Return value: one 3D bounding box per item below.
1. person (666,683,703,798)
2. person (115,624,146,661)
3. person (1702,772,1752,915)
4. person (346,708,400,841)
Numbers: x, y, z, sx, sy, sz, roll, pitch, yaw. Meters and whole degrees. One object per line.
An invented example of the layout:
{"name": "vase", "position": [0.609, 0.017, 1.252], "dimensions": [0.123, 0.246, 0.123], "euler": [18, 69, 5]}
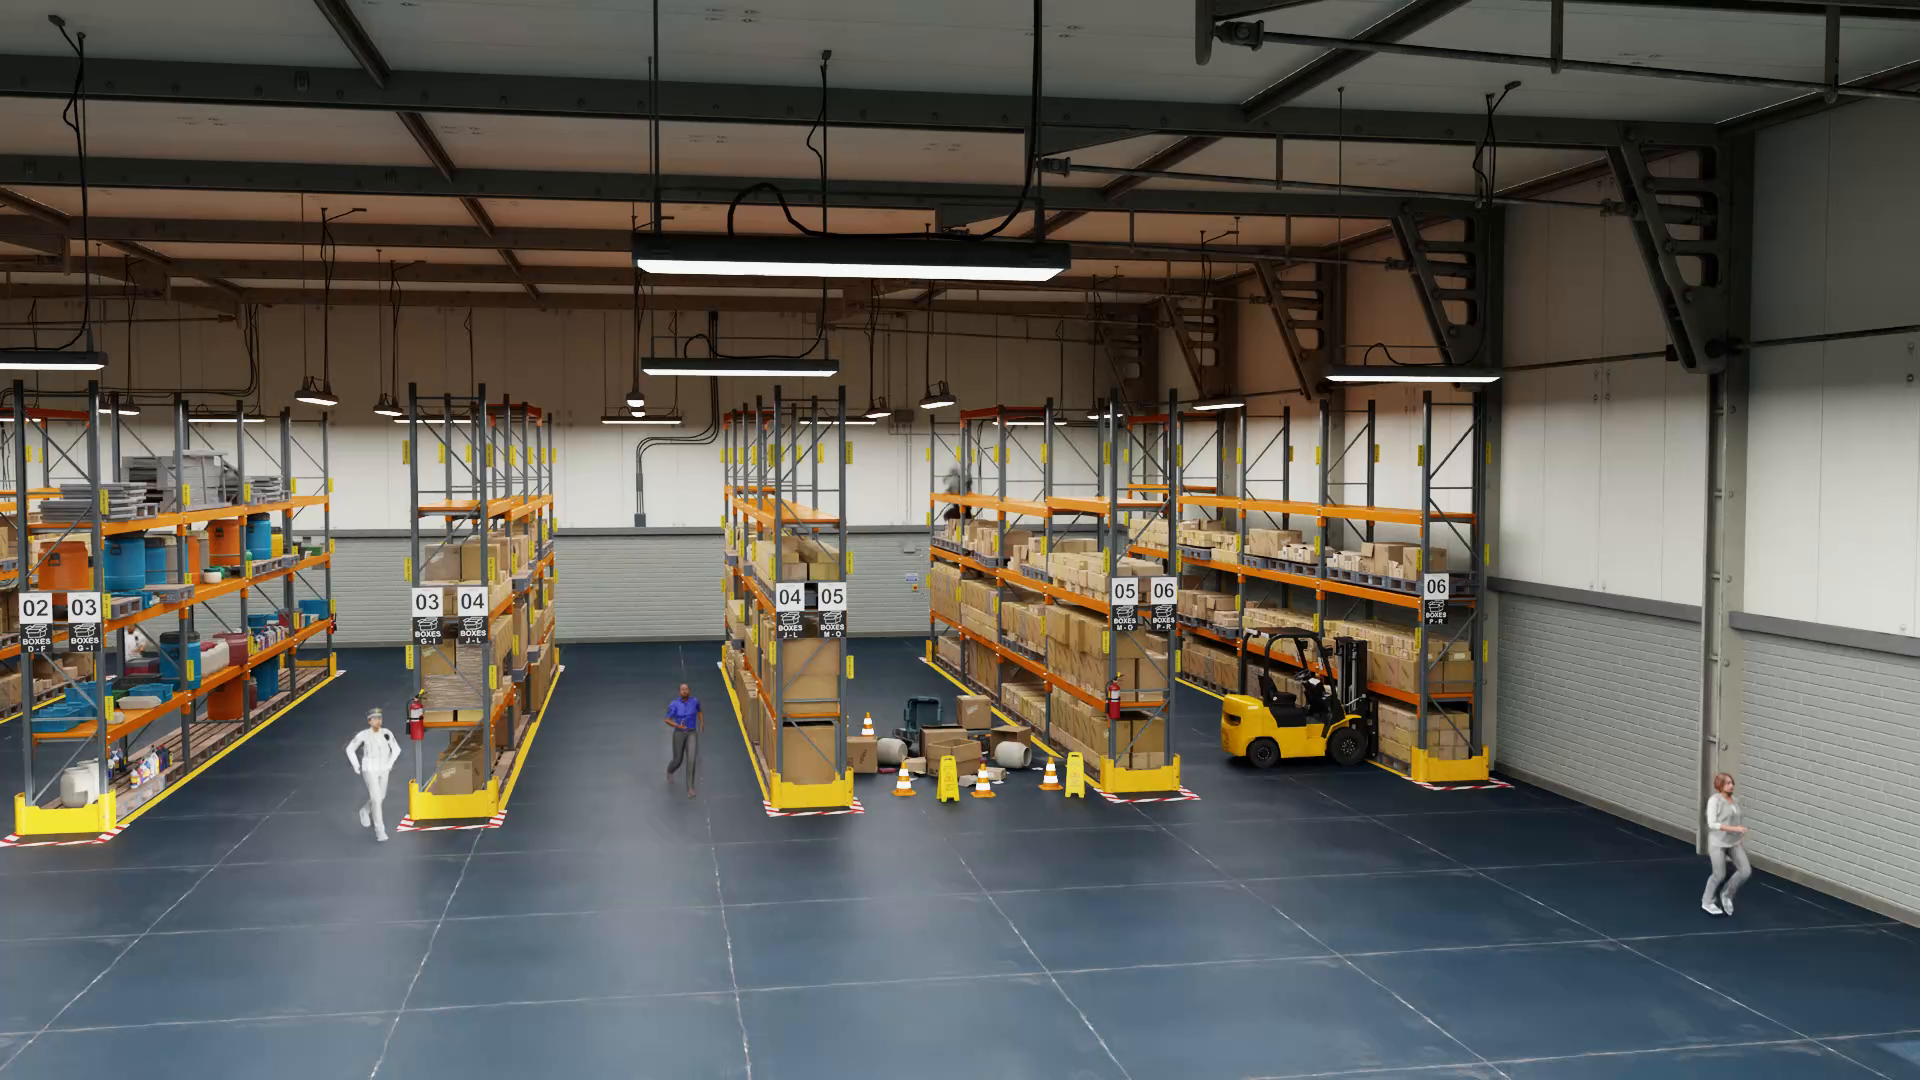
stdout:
{"name": "person", "position": [-4.100, 2.939, 24.679], "dimensions": [0.560, 1.653, 0.918], "euler": [-1, 3, -22]}
{"name": "person", "position": [-16.980, 2.461, 34.032], "dimensions": [0.597, 1.619, 0.595], "euler": [-1, 3, -23]}
{"name": "person", "position": [8.280, 3.290, 17.941], "dimensions": [0.512, 1.566, 0.623], "euler": [-1, 3, -17]}
{"name": "person", "position": [-7.707, 3.065, 21.941], "dimensions": [0.646, 1.717, 0.812], "euler": [-3, 4, -45]}
